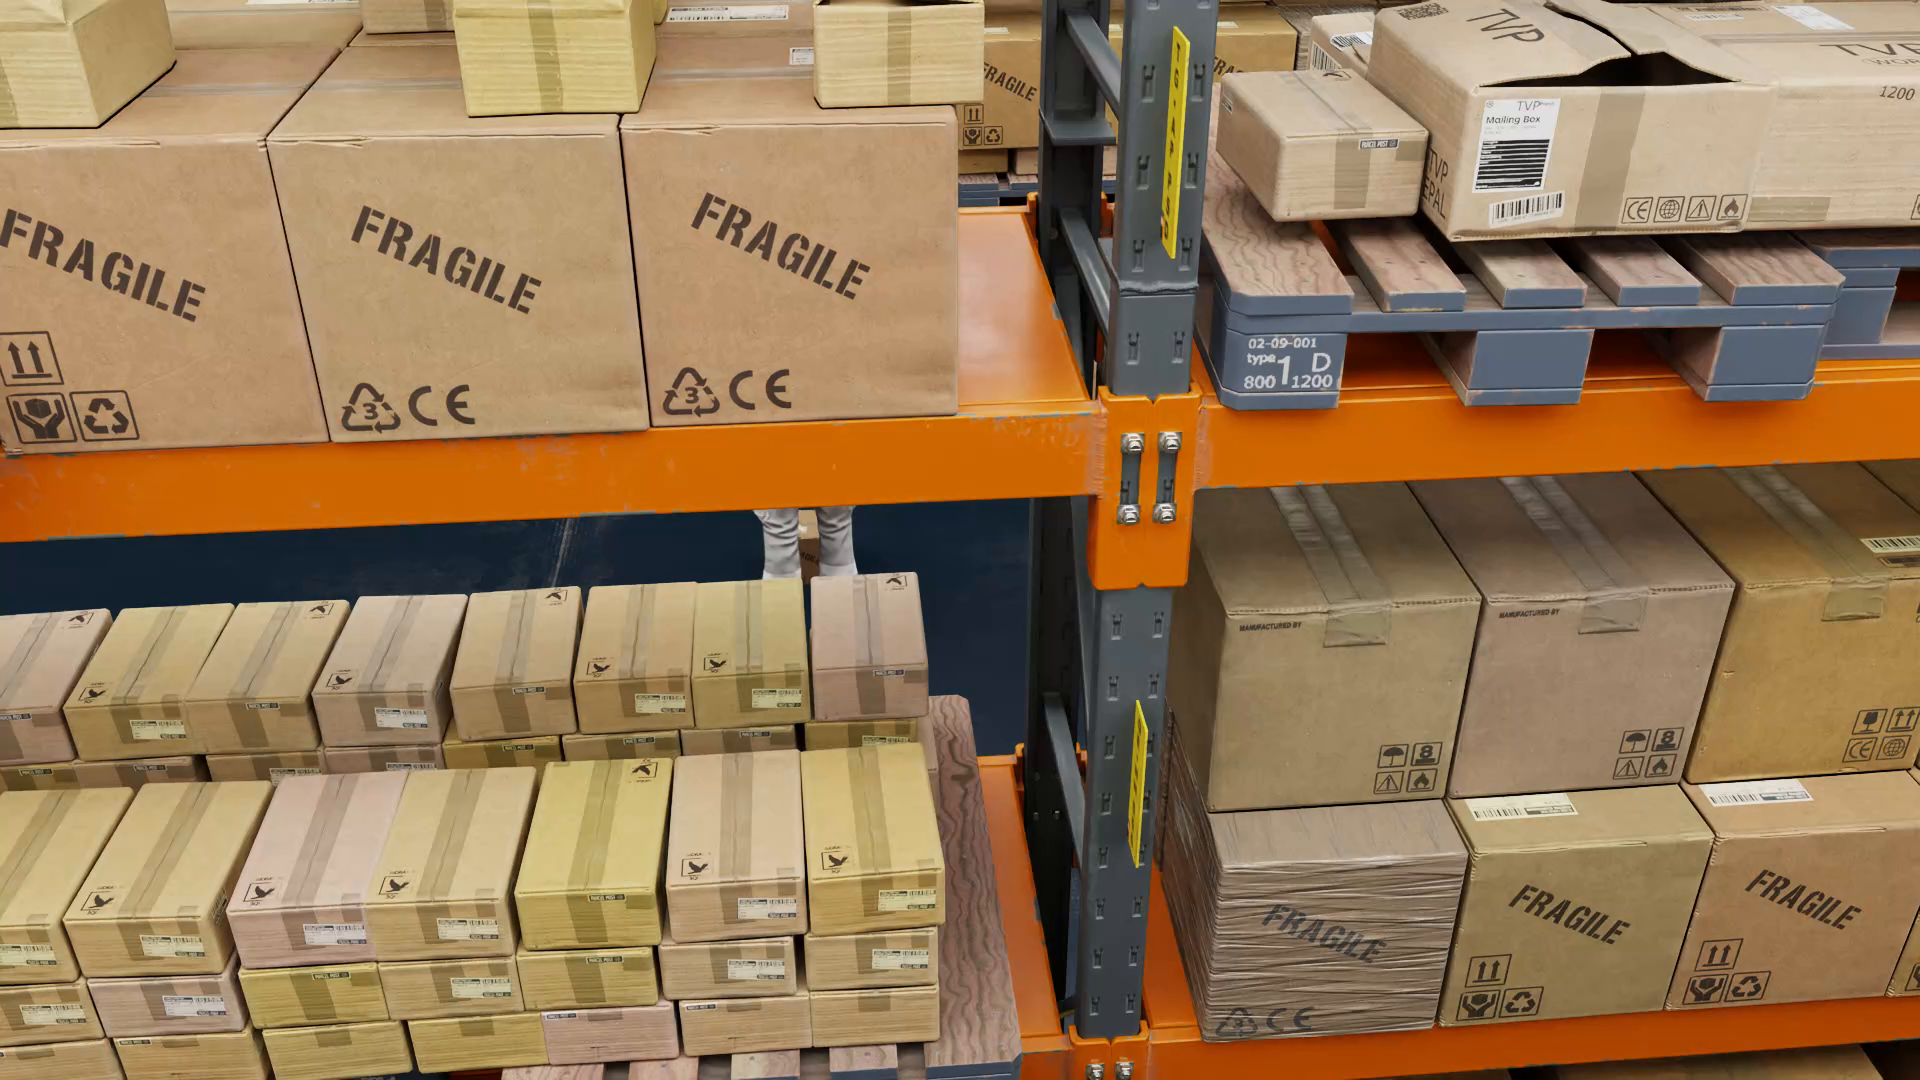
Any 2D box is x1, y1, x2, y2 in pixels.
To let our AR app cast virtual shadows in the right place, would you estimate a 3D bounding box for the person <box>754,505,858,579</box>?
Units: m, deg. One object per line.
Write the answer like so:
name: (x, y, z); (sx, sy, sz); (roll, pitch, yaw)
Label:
person: (-0.647, -0.377, 6.772); (0.525, 1.819, 0.360); (-2, 31, -3)
